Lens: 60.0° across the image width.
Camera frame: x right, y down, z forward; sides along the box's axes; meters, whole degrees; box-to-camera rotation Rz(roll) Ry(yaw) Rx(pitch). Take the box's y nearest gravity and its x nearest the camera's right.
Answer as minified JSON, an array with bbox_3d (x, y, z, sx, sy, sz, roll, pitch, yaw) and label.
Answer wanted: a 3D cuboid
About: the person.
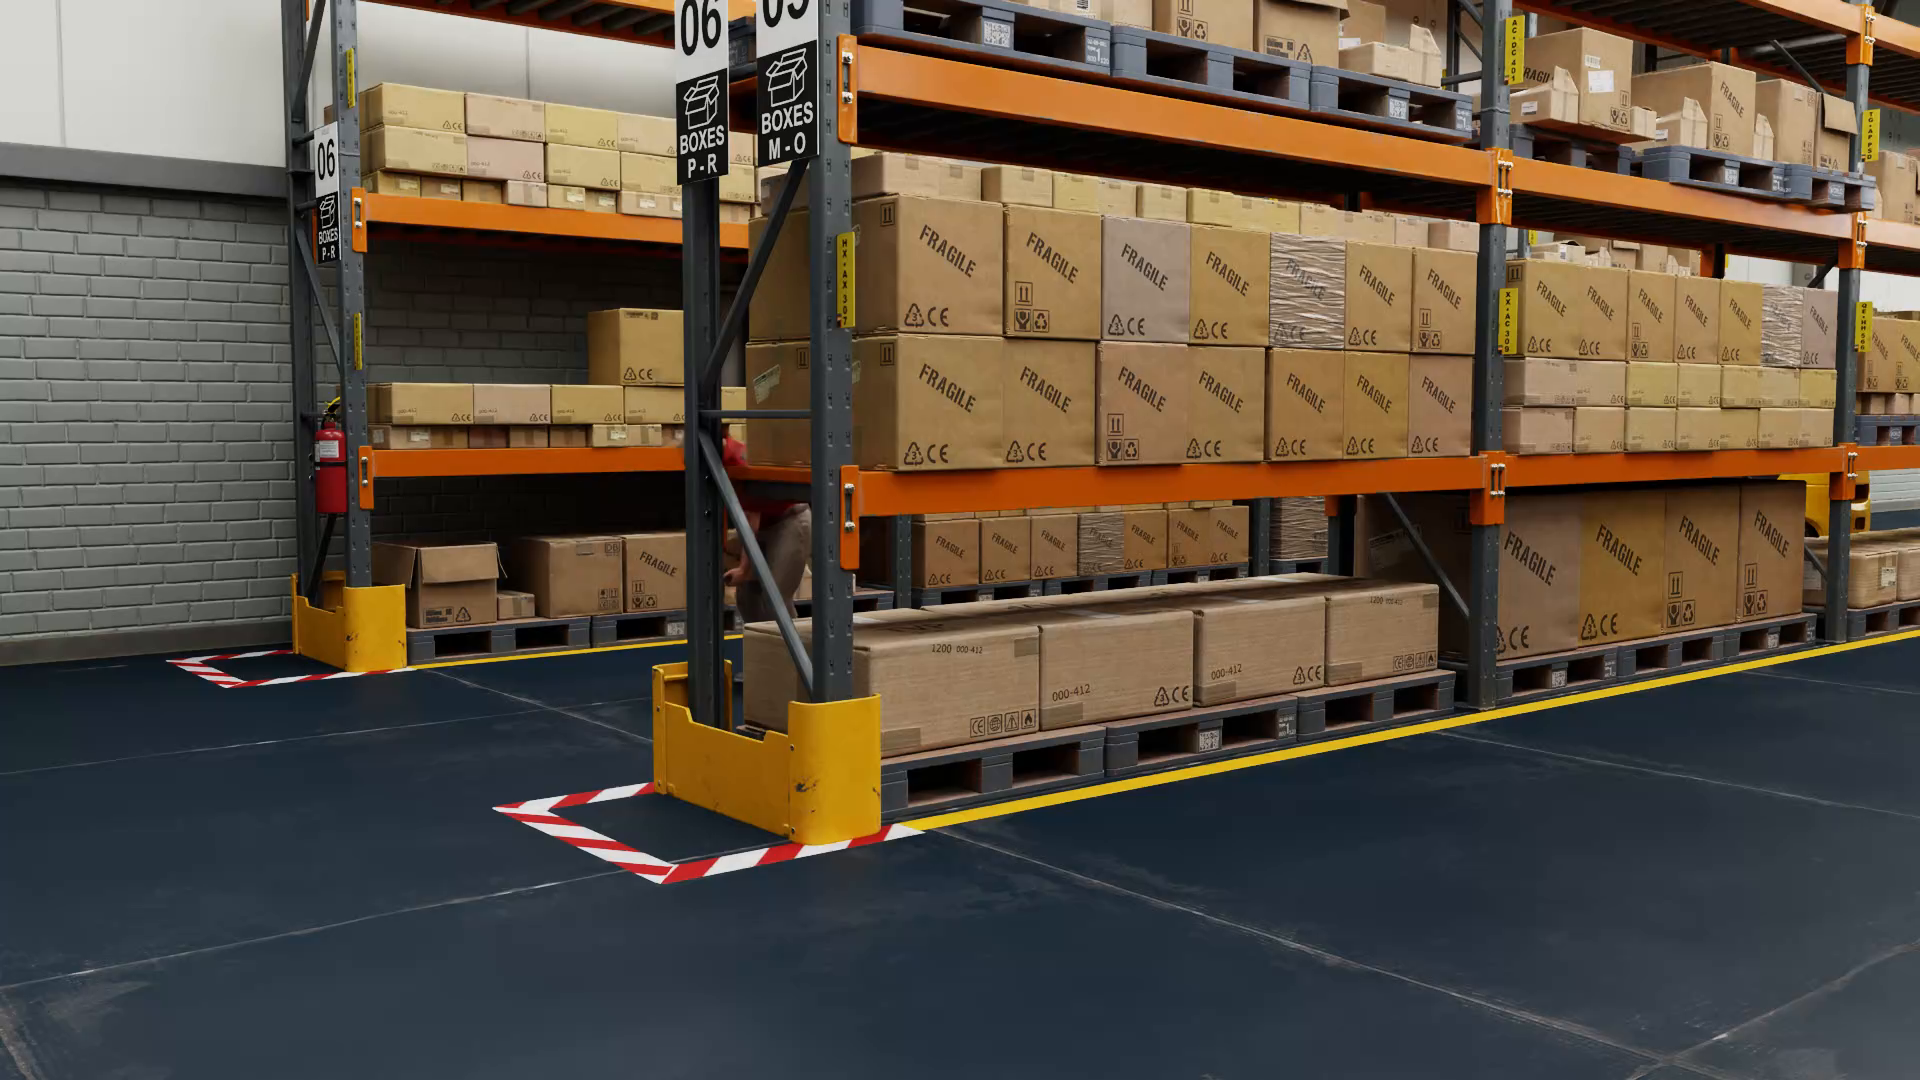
[{"bbox_3d":[-1.166,0.073,9.187,0.779,1.503,0.477,-4,6,-40],"label":"person"}]
